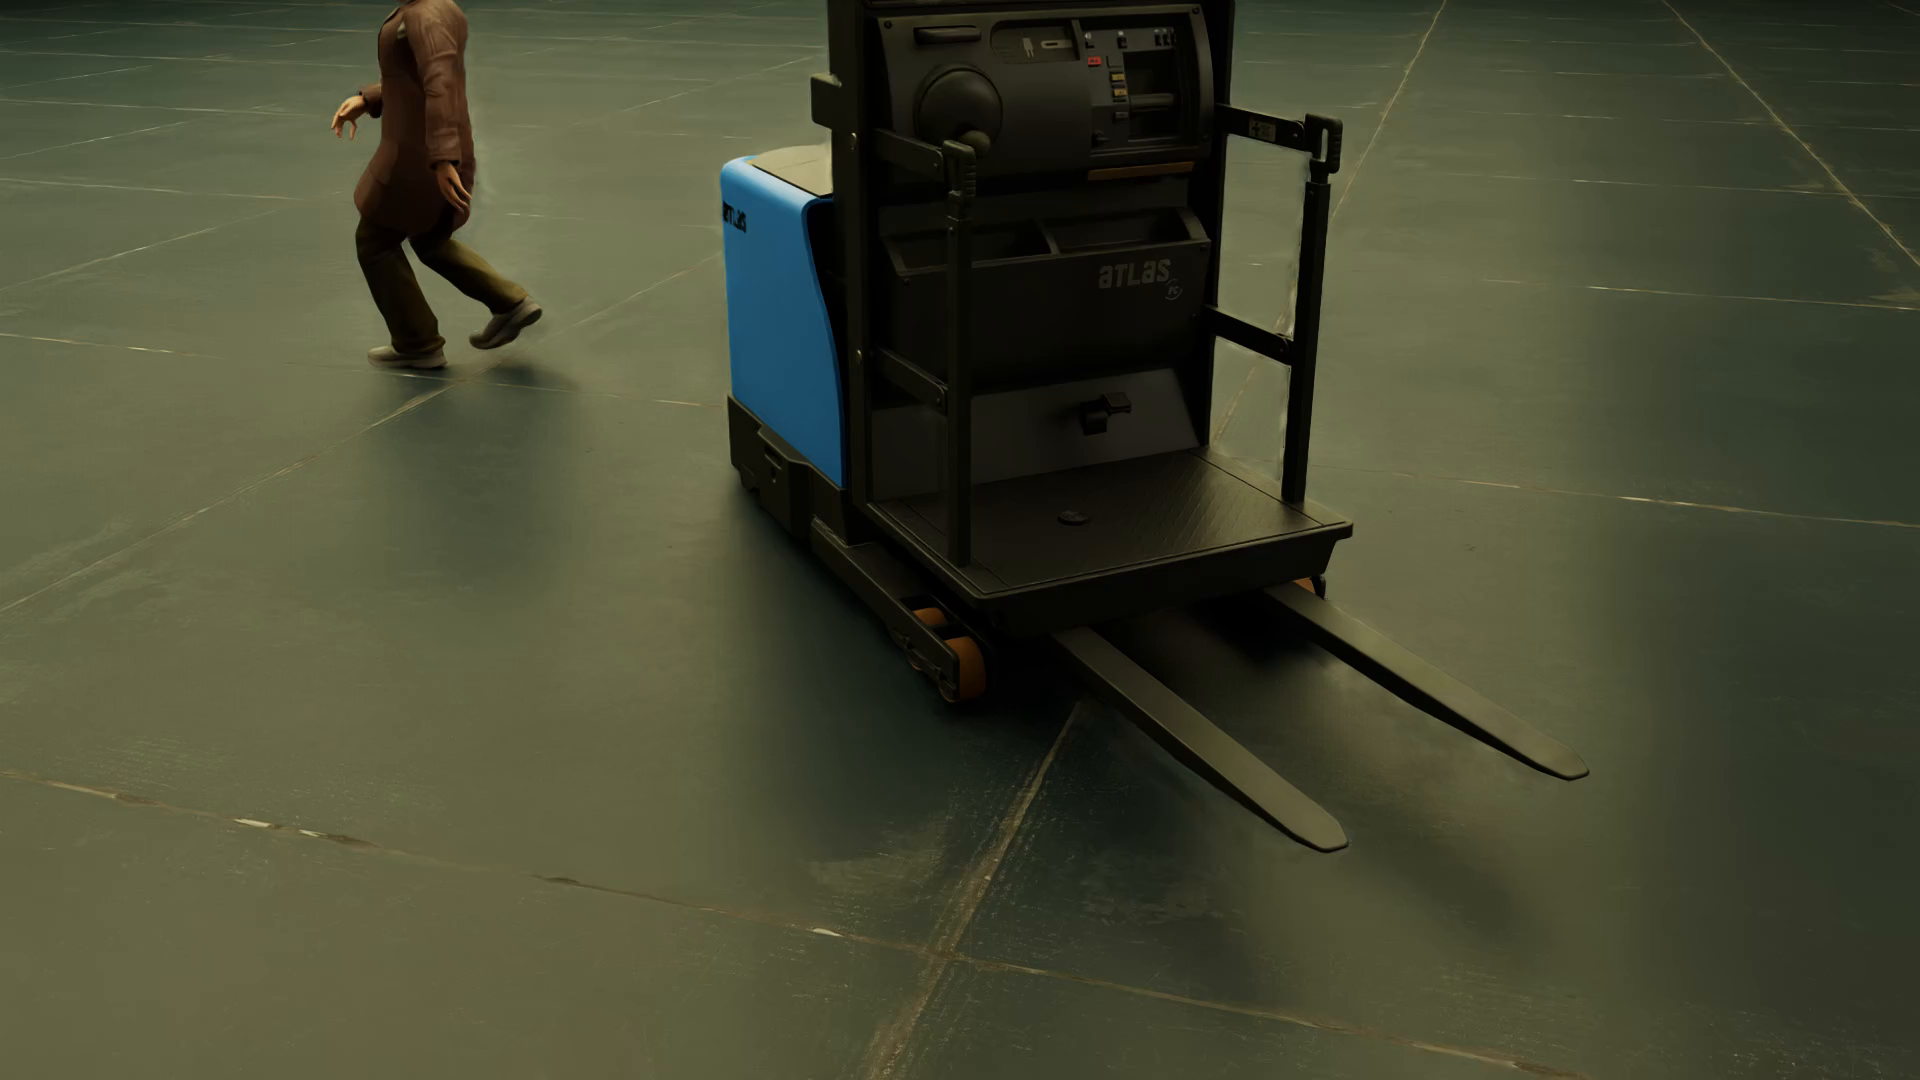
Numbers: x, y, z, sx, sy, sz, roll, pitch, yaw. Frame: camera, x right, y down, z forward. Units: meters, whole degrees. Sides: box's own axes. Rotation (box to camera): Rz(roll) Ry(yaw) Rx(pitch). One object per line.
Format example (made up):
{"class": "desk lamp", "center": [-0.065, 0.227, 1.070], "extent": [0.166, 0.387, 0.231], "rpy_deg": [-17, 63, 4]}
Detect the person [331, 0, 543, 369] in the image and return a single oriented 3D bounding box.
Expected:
{"class": "person", "center": [-2.111, -1.488, 6.506], "extent": [0.741, 1.710, 0.703], "rpy_deg": [5, 23, 13]}

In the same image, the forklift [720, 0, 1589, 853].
{"class": "forklift", "center": [0.327, -1.140, 4.040], "extent": [1.130, 2.935, 3.031], "rpy_deg": [-10, 25, -24]}
